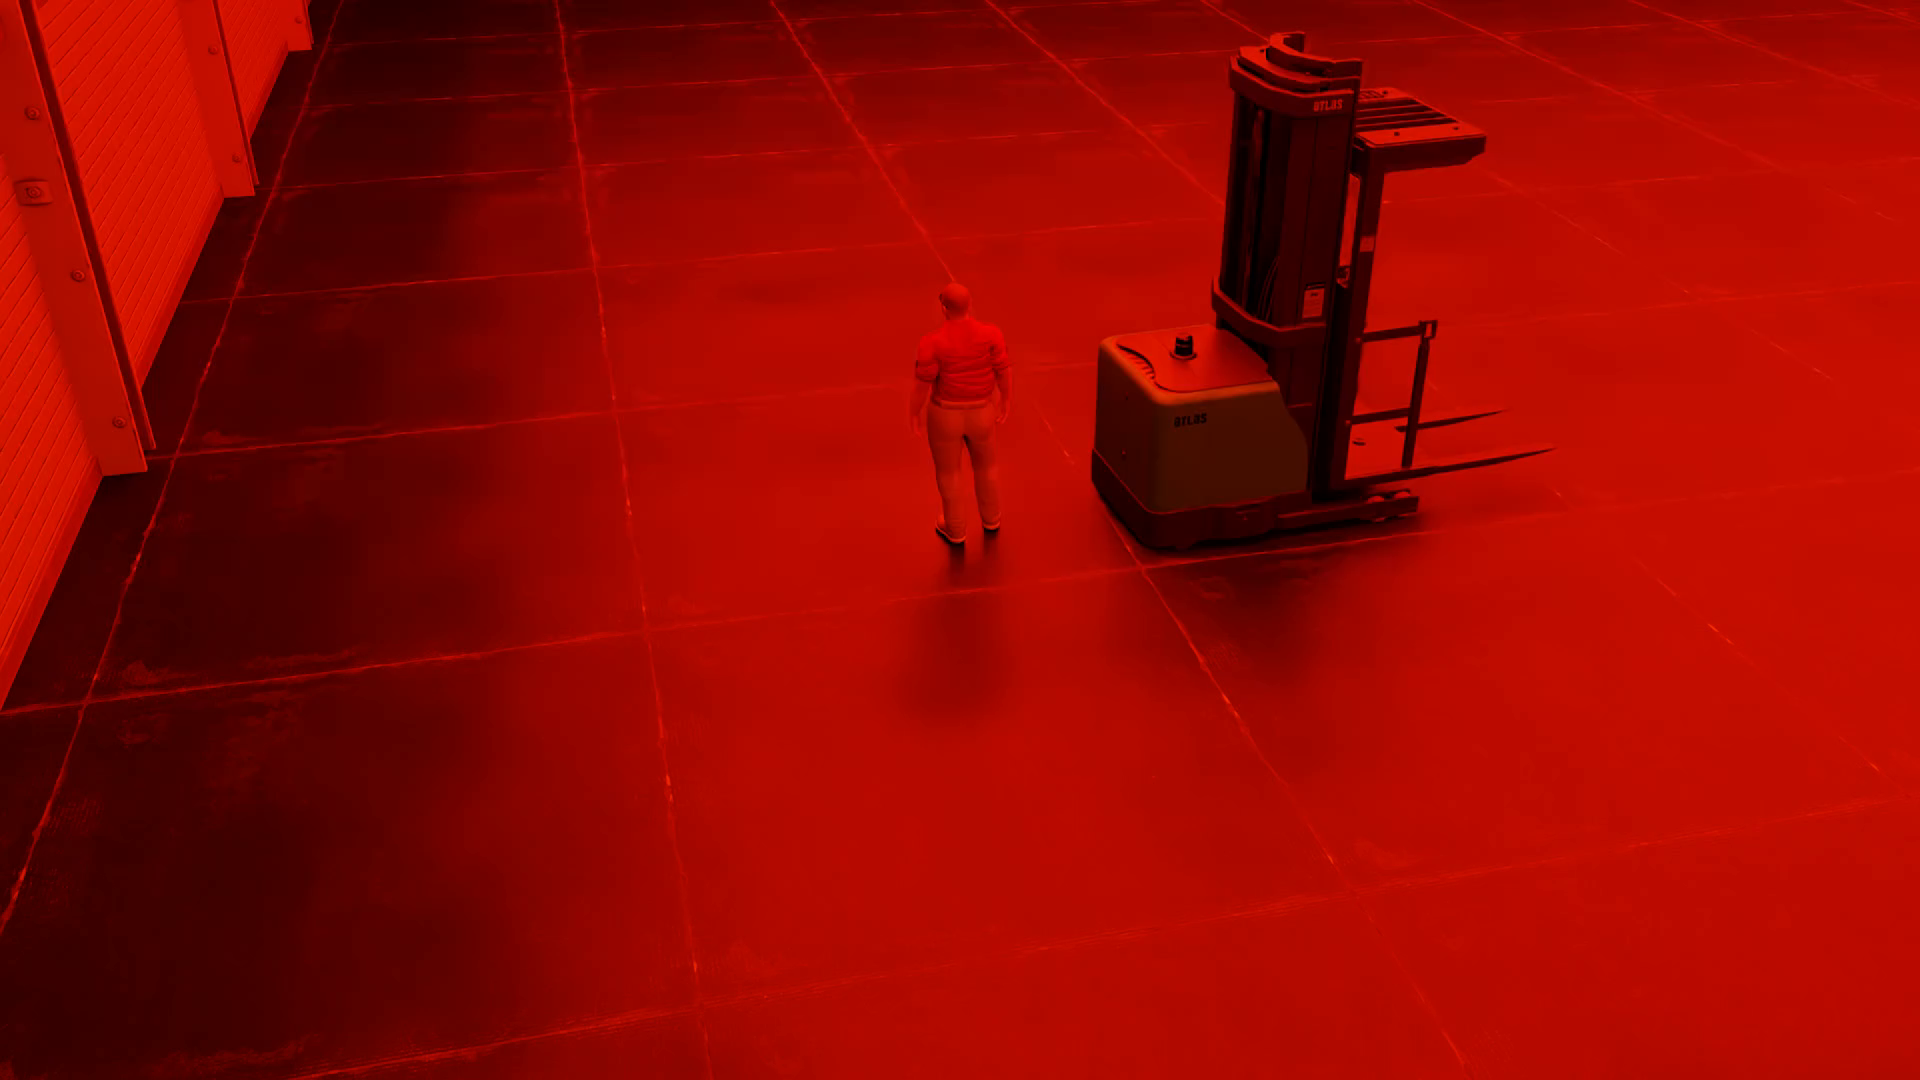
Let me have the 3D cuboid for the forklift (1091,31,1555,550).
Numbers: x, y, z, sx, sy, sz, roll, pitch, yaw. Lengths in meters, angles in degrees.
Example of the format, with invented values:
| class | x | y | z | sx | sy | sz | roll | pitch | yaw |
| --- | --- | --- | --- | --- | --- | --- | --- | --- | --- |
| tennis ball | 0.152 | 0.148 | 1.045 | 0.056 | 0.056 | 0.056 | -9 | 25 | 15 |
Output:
| class | x | y | z | sx | sy | sz | roll | pitch | yaw |
| --- | --- | --- | --- | --- | --- | --- | --- | --- | --- |
| forklift | 2.444 | -1.626 | 10.383 | 3.031 | 2.935 | 1.130 | -9 | 31 | -15 |

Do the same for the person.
| class | x | y | z | sx | sy | sz | roll | pitch | yaw |
| --- | --- | --- | --- | --- | --- | --- | --- | --- | --- |
| person | -0.010 | -0.800 | 10.141 | 0.641 | 1.727 | 0.550 | -7 | 31 | -12 |
